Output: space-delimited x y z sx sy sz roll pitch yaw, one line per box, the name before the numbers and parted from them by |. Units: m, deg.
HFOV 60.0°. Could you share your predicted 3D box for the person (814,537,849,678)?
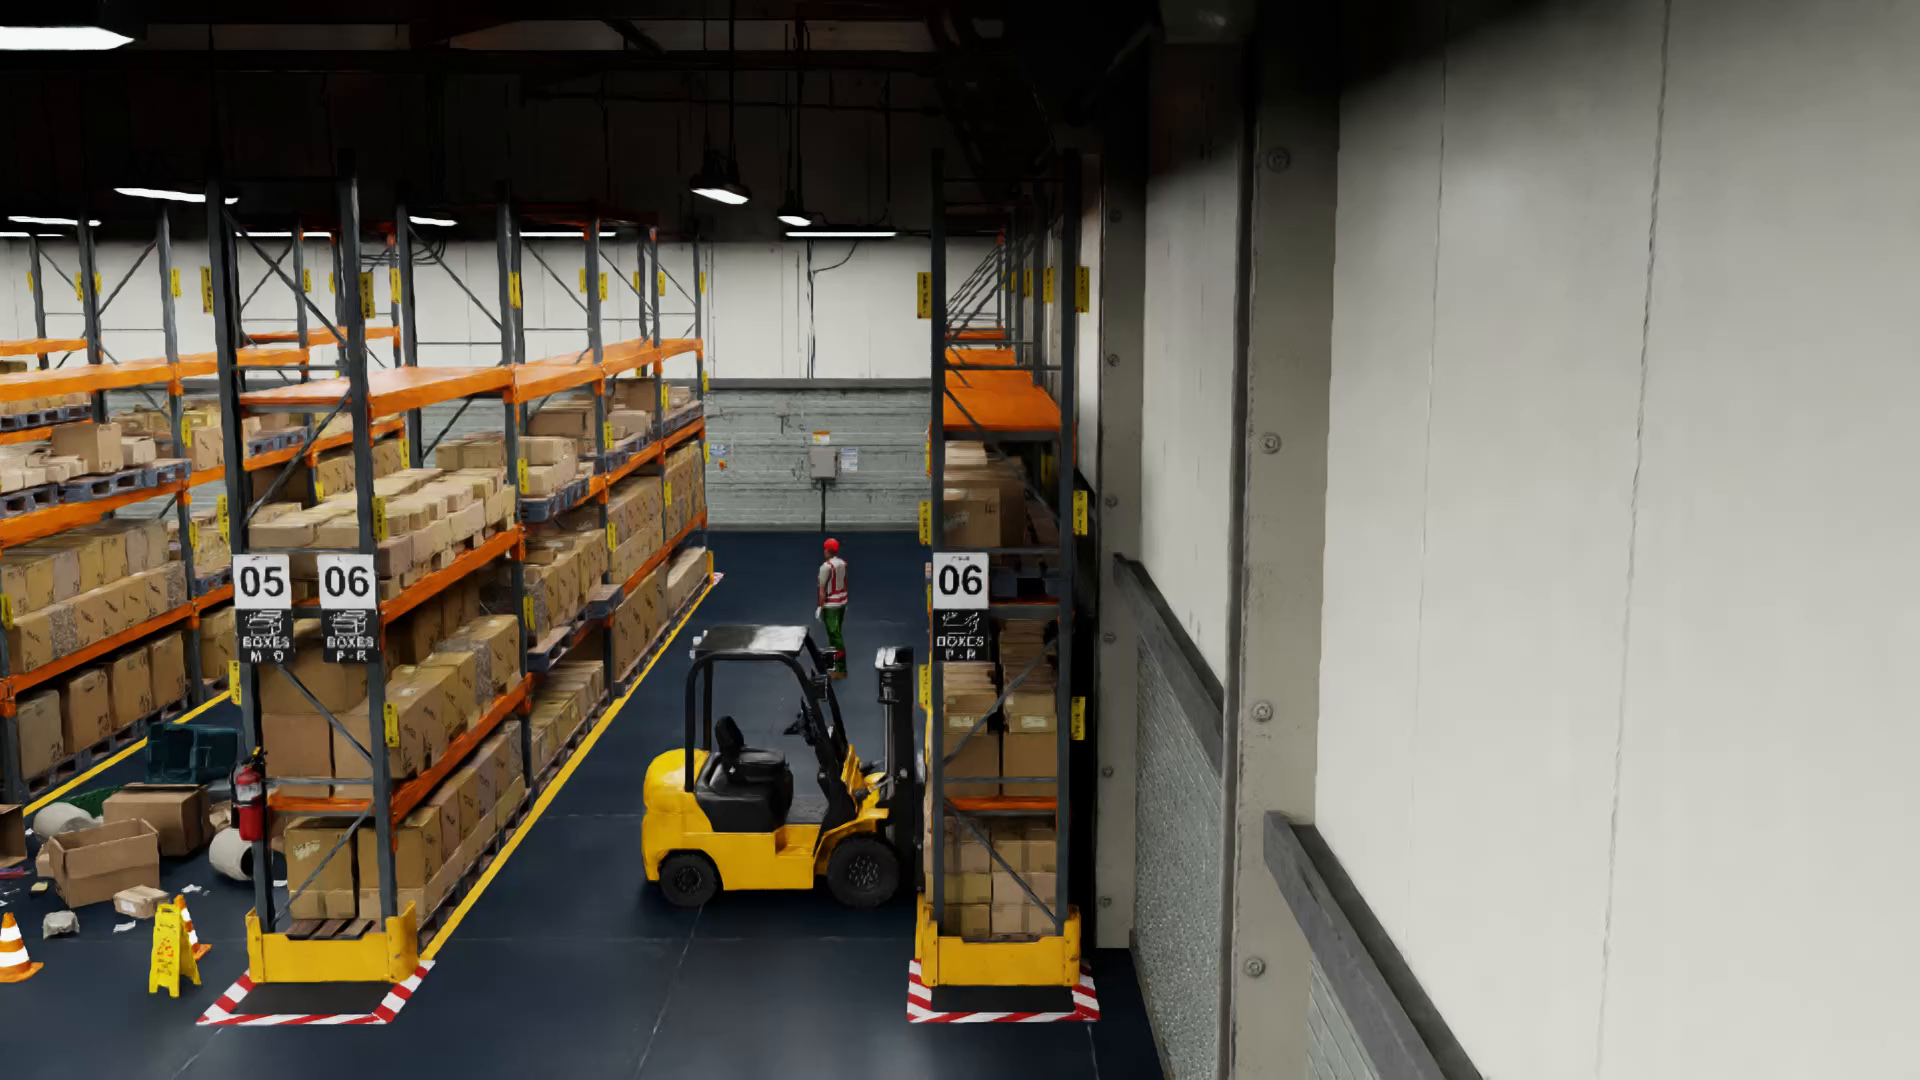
person | -1.675 0.848 21.486 0.574 1.785 0.664 4 10 22
